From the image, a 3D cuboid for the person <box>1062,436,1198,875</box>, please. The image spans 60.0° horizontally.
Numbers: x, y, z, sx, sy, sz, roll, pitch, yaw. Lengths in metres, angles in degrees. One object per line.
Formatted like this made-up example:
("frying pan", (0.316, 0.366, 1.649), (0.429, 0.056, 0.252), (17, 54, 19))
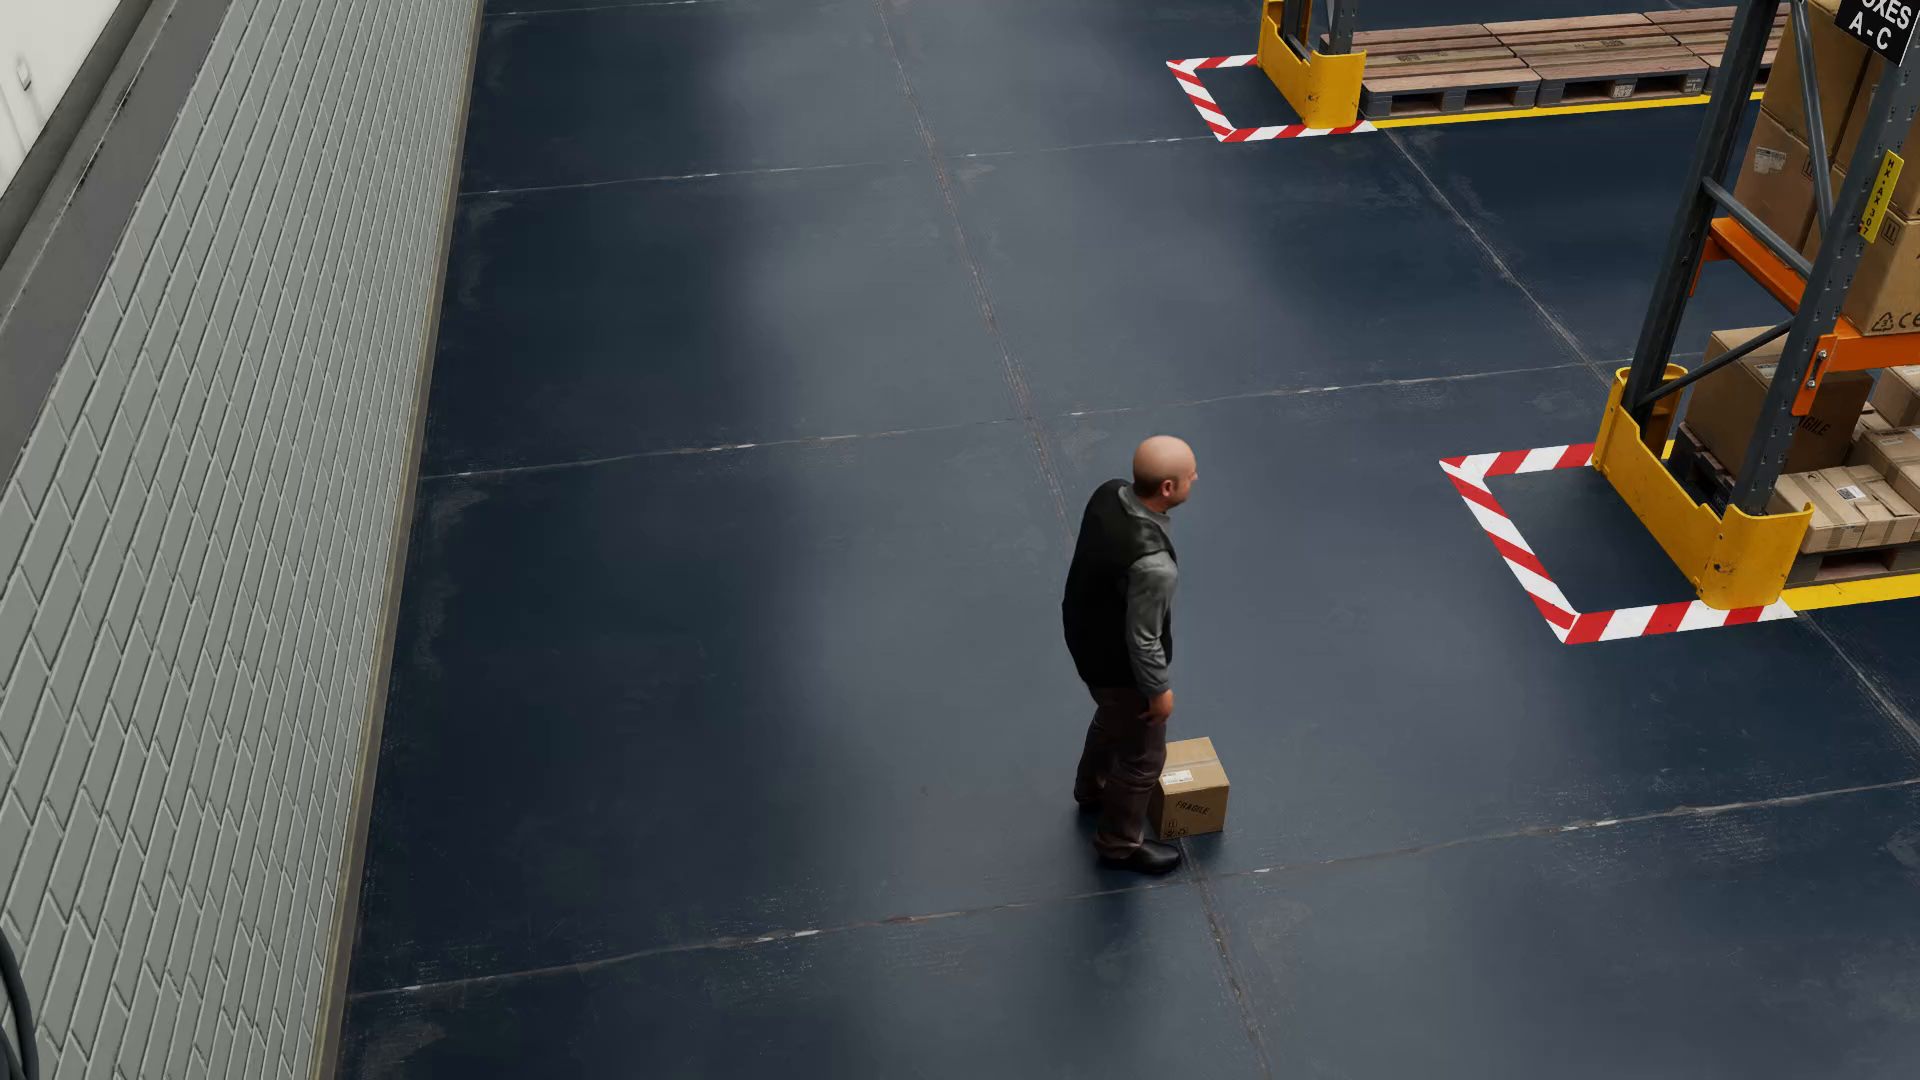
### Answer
("person", (0.561, 0.385, 5.687), (0.414, 1.721, 0.580), (-7, 39, -8))
